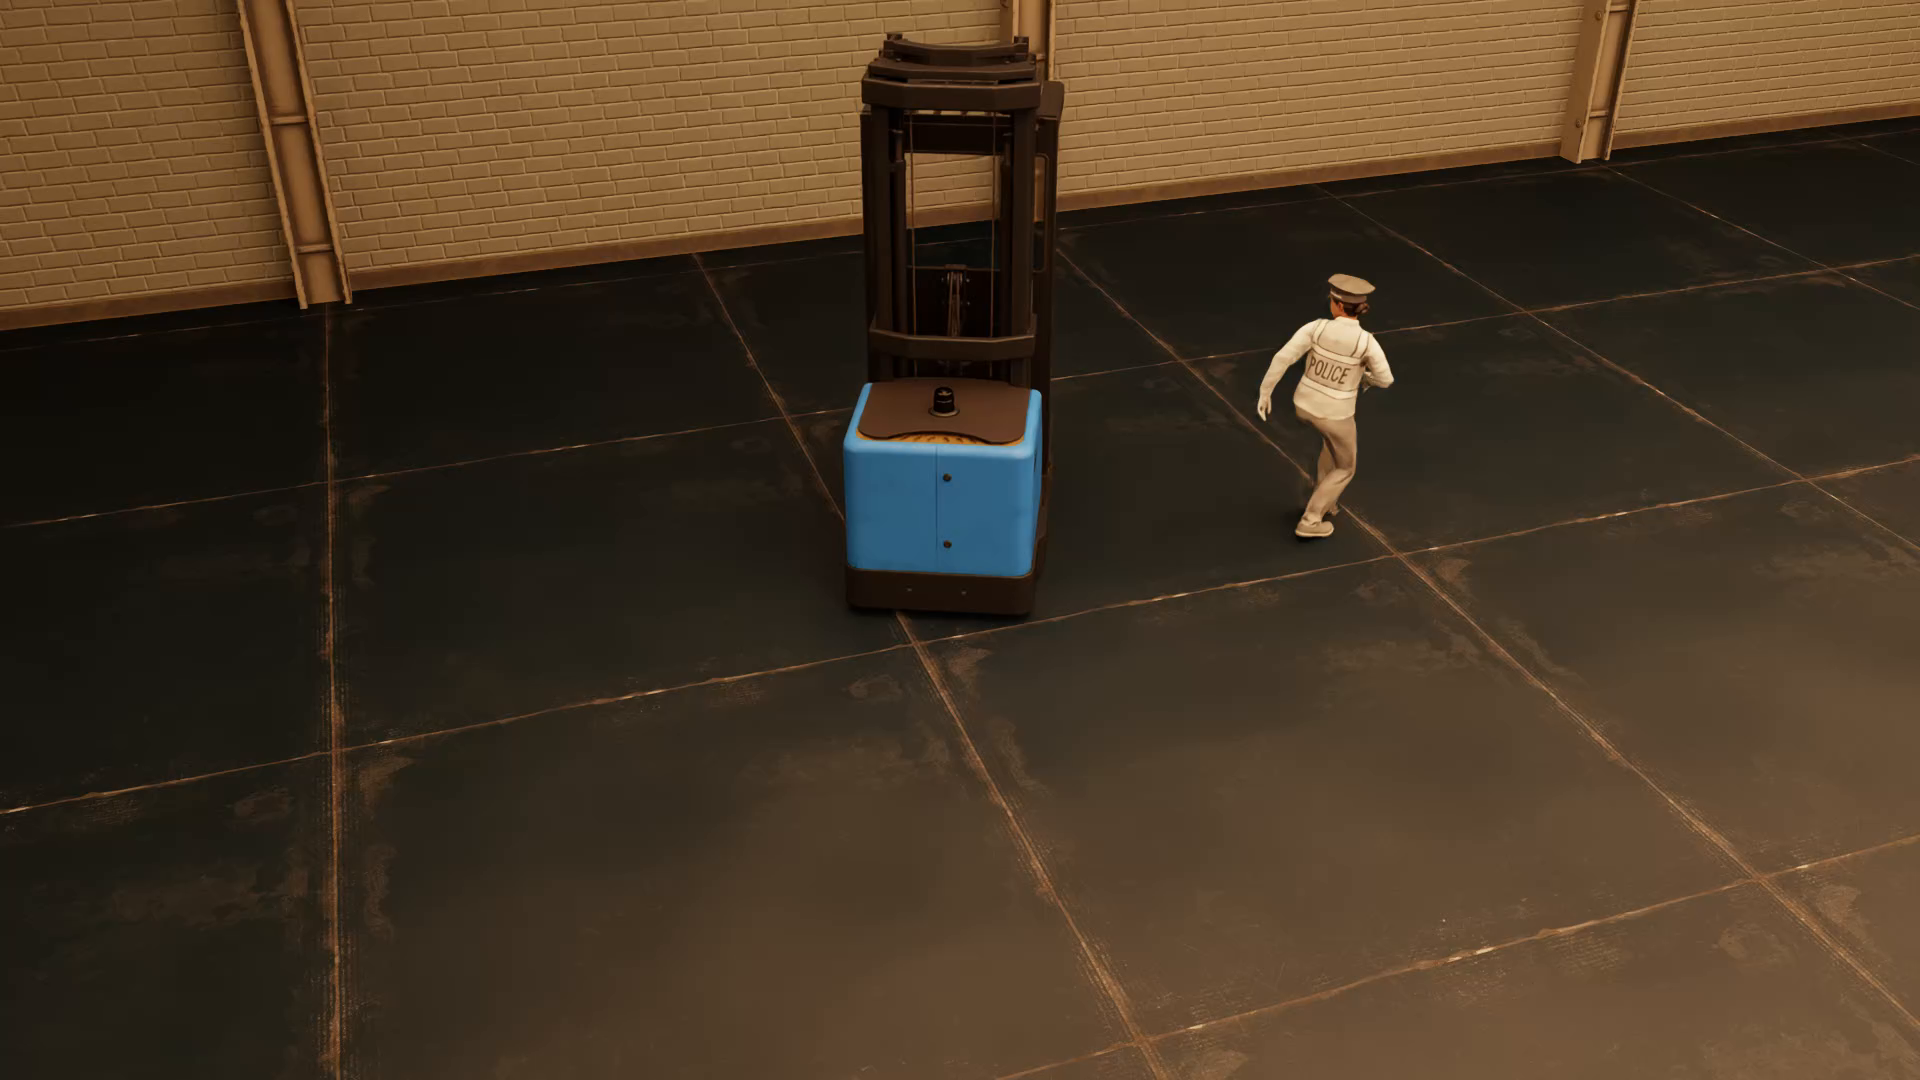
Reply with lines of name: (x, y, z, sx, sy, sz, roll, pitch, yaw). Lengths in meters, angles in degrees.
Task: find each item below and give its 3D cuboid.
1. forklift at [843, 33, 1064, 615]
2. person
forklift: (0.021, -1.566, 9.809, 1.130, 2.935, 3.031, 3, 30, 5)
person: (2.165, -0.742, 9.770, 0.734, 1.666, 0.577, -24, 37, -35)
